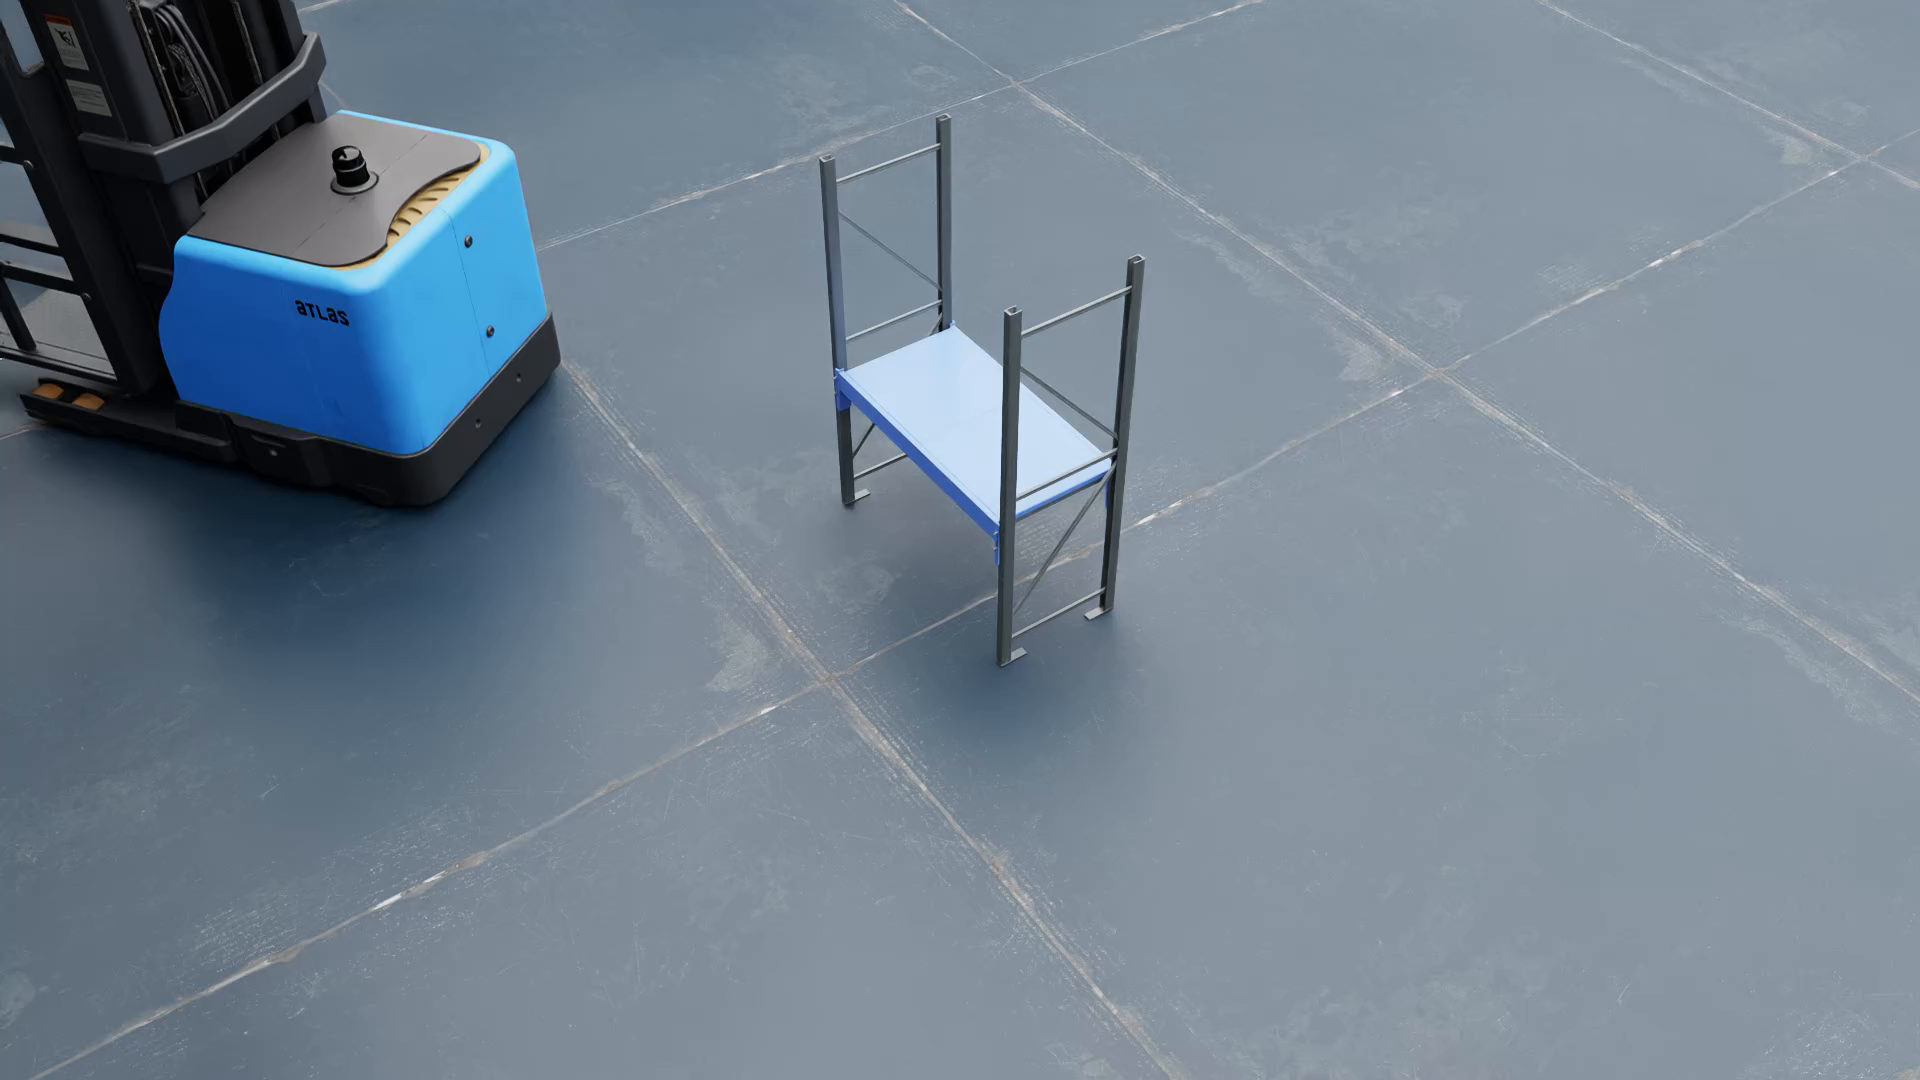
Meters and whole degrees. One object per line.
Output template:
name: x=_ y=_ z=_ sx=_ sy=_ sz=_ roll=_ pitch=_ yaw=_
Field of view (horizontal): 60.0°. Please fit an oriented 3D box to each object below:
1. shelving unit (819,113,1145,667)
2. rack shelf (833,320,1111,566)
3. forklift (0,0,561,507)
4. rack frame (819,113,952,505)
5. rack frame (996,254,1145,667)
shelving unit: x=0.049 y=-0.494 z=5.682 sx=0.538 sy=1.500 sz=1.048 roll=-26 pitch=49 yaw=-24
rack shelf: x=0.049 y=-0.364 z=5.806 sx=0.538 sy=0.185 sz=1.000 roll=-26 pitch=49 yaw=-24
forklift: x=-3.236 y=-1.811 z=6.025 sx=3.031 sy=2.935 sz=1.130 roll=14 pitch=45 yaw=14
rack frame: x=-0.242 y=-0.782 z=5.983 sx=0.500 sy=1.500 sz=0.032 roll=-26 pitch=49 yaw=-24
rack frame: x=0.340 y=-0.206 z=5.380 sx=0.500 sy=1.500 sz=0.032 roll=-26 pitch=49 yaw=-24
